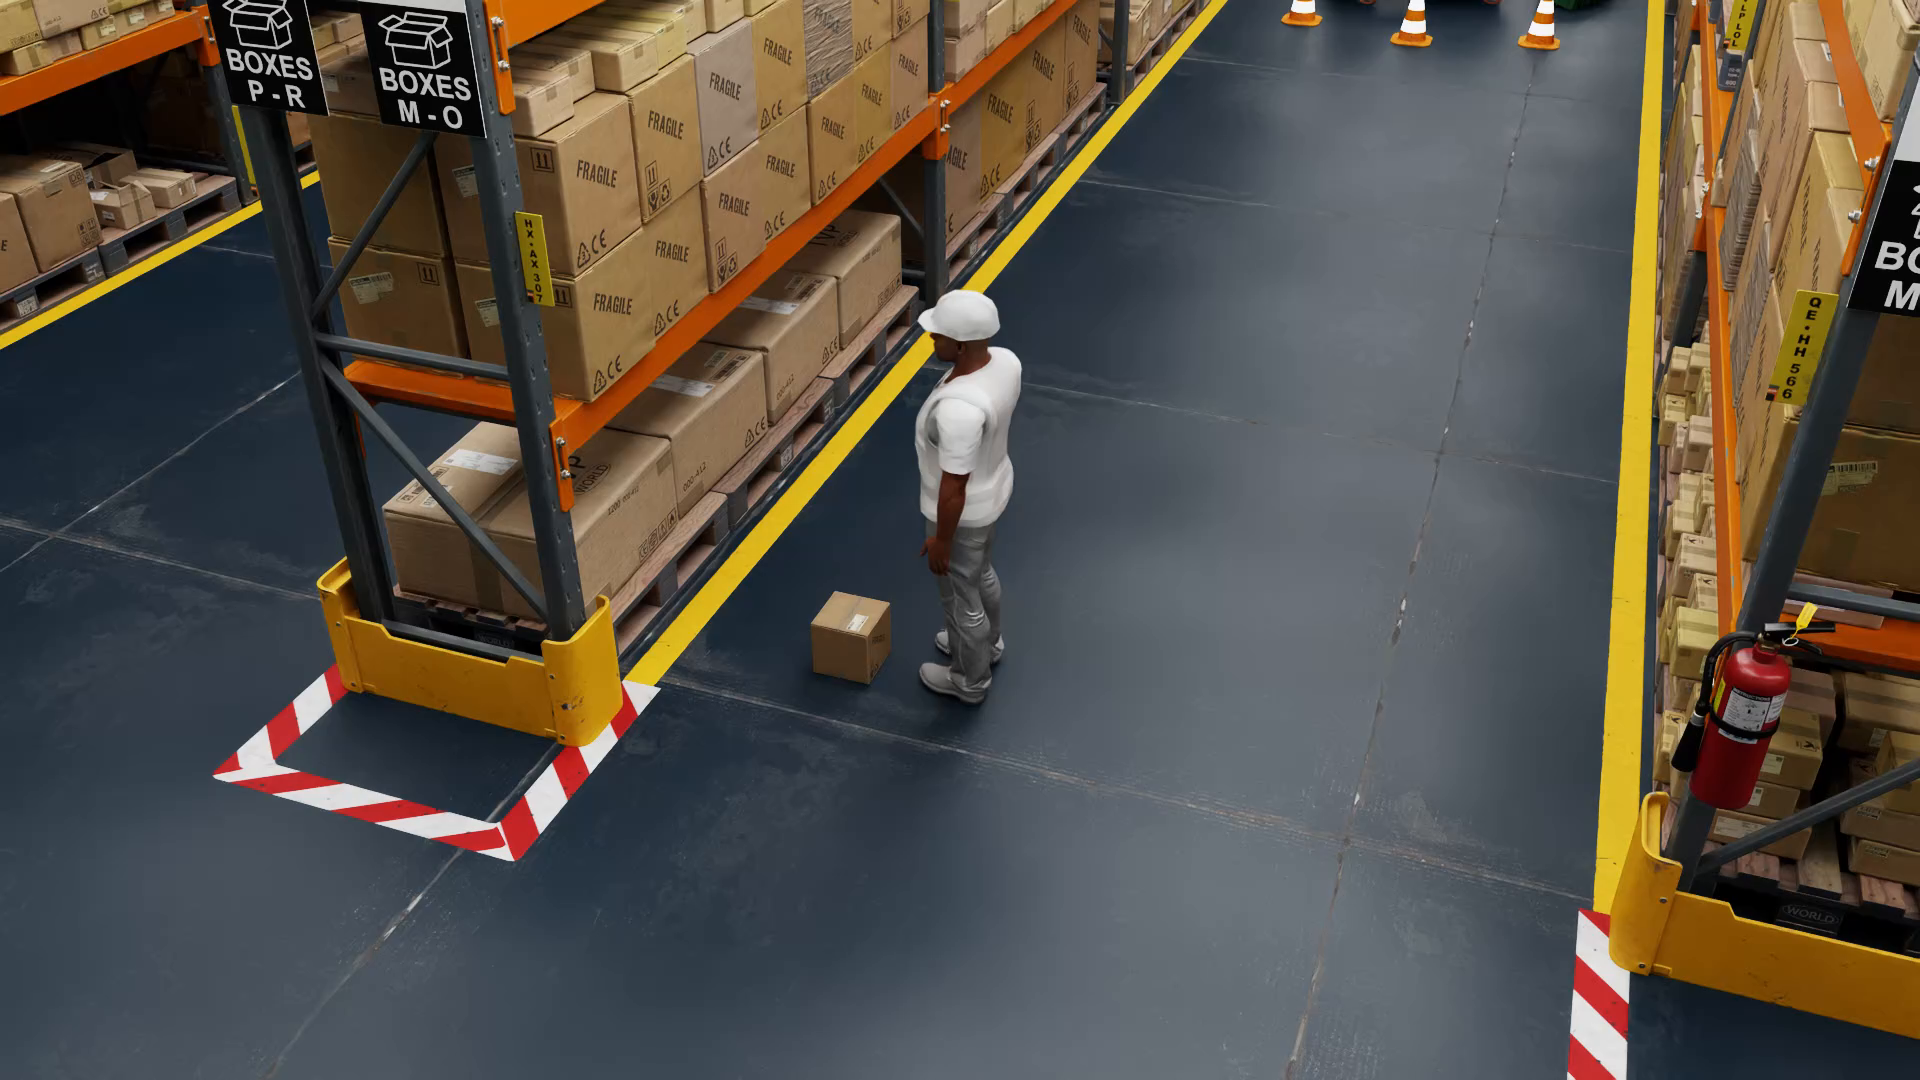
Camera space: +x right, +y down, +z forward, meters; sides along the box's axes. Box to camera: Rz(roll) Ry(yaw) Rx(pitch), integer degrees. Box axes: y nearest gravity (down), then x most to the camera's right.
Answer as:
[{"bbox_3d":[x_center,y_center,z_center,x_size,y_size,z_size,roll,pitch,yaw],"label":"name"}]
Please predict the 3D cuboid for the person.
[{"bbox_3d":[-0.002,-0.146,6.333,0.392,1.770,0.602,11,35,17],"label":"person"}]
